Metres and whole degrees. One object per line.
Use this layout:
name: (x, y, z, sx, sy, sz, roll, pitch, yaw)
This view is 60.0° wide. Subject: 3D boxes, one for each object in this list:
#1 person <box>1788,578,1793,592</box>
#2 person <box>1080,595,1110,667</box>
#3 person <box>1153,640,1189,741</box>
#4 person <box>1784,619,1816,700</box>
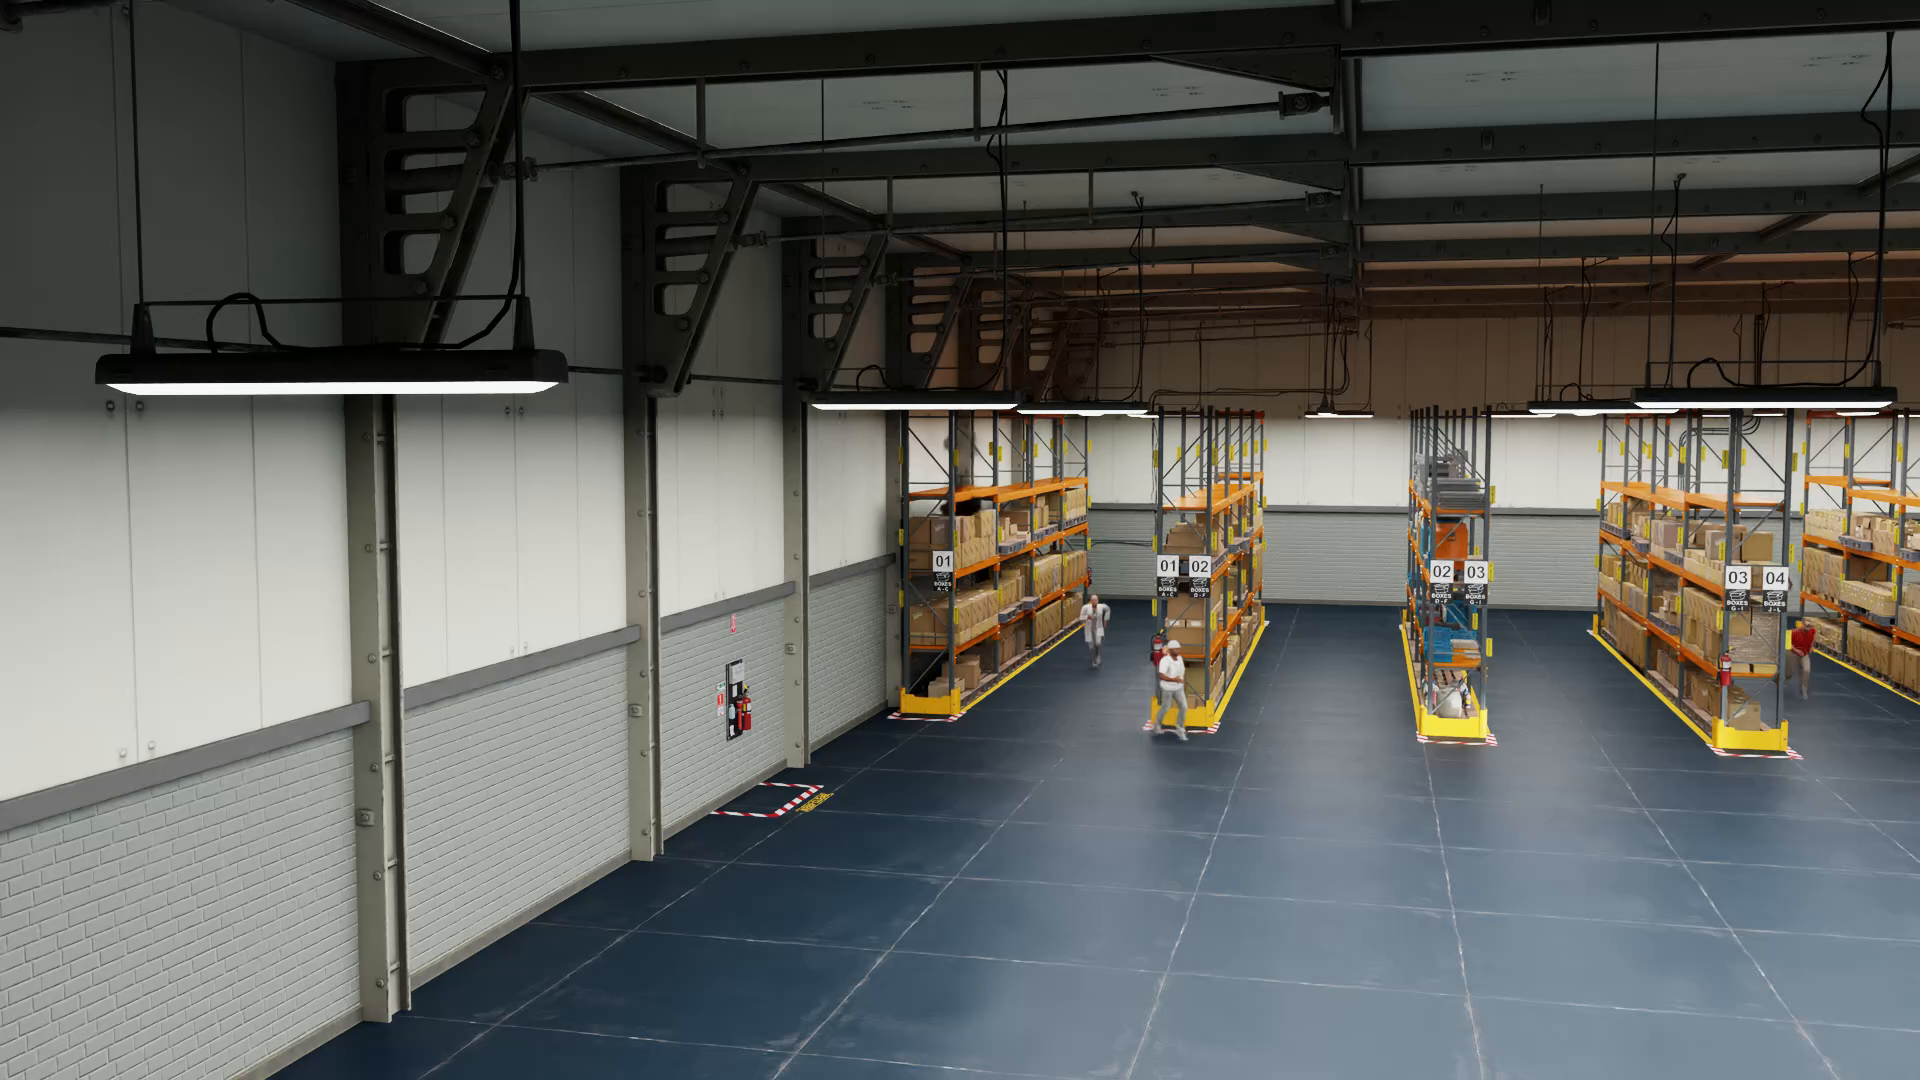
person: (22.174, 1.595, 45.140, 1.060, 1.801, 0.719, -2, 5, -29)
person: (3.114, 2.199, 38.367, 0.681, 1.518, 0.885, 1, 4, 8)
person: (3.802, 2.704, 29.883, 0.684, 1.825, 0.818, -3, 5, -35)
person: (17.394, 2.445, 34.607, 0.703, 1.694, 1.020, 0, 4, -6)
